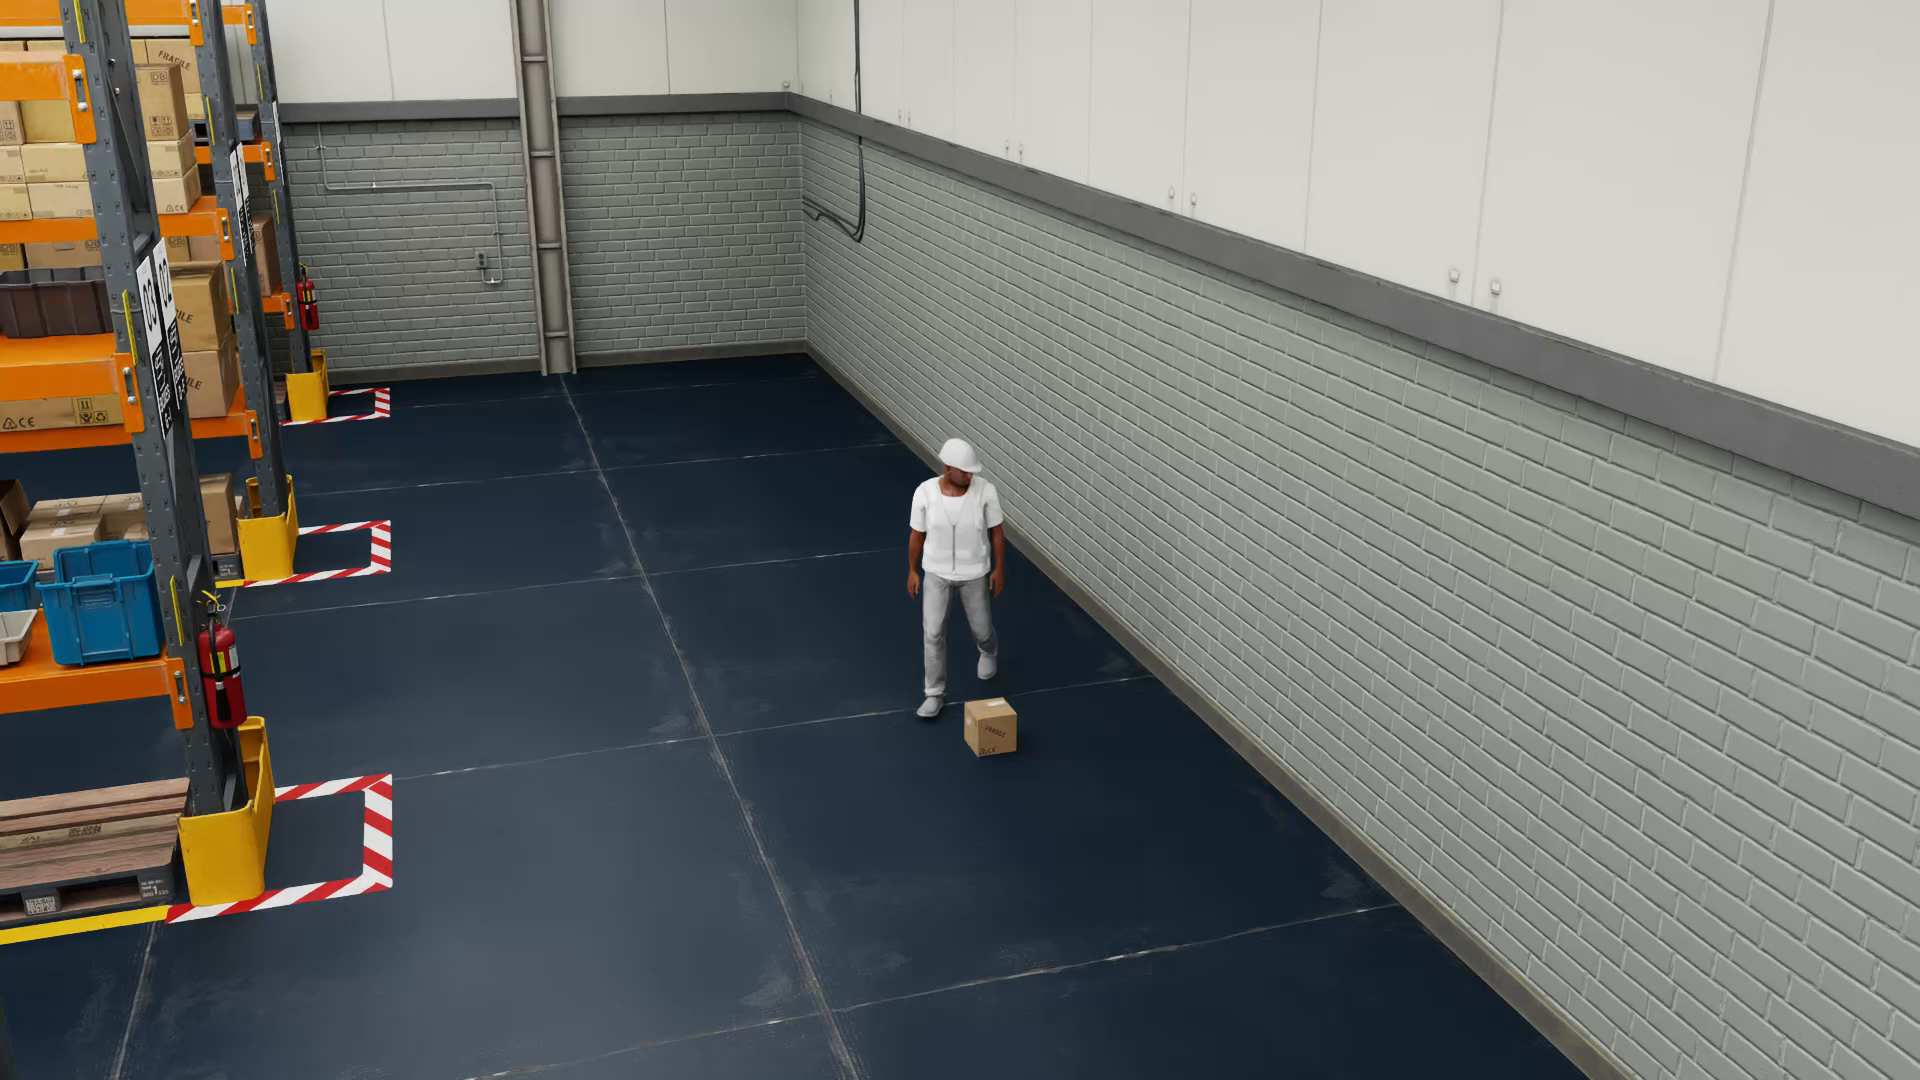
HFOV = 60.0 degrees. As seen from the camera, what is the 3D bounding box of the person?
[{"bbox_3d":[-0.026,0.192,10.466,0.620,1.752,0.806,2,19,5],"label":"person"}]
